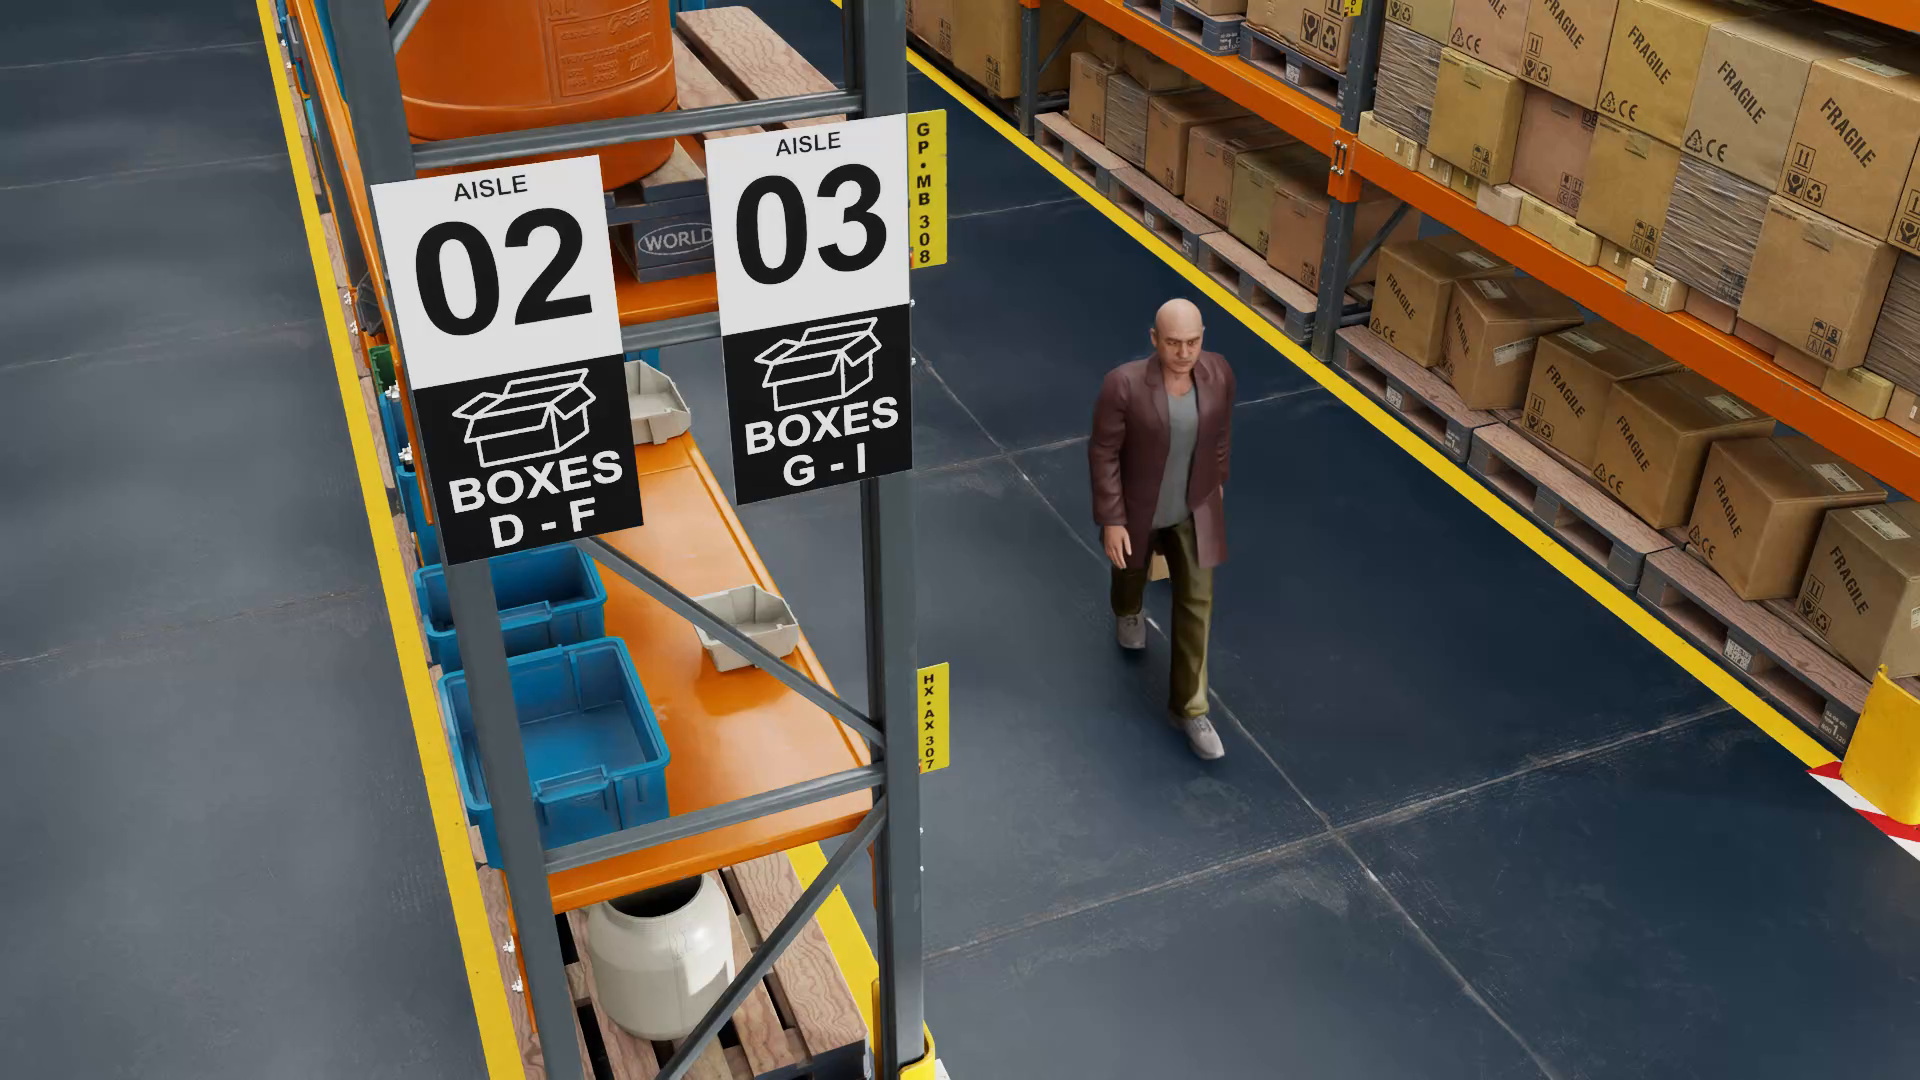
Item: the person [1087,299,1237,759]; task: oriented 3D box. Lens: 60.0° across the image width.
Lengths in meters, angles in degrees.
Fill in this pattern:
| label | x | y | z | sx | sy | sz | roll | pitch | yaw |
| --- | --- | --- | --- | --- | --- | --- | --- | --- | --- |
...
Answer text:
| label | x | y | z | sx | sy | sz | roll | pitch | yaw |
| --- | --- | --- | --- | --- | --- | --- | --- | --- | --- |
| person | 0.775 | -0.127 | 6.336 | 0.603 | 1.708 | 1.129 | -3 | 33 | -4 |
